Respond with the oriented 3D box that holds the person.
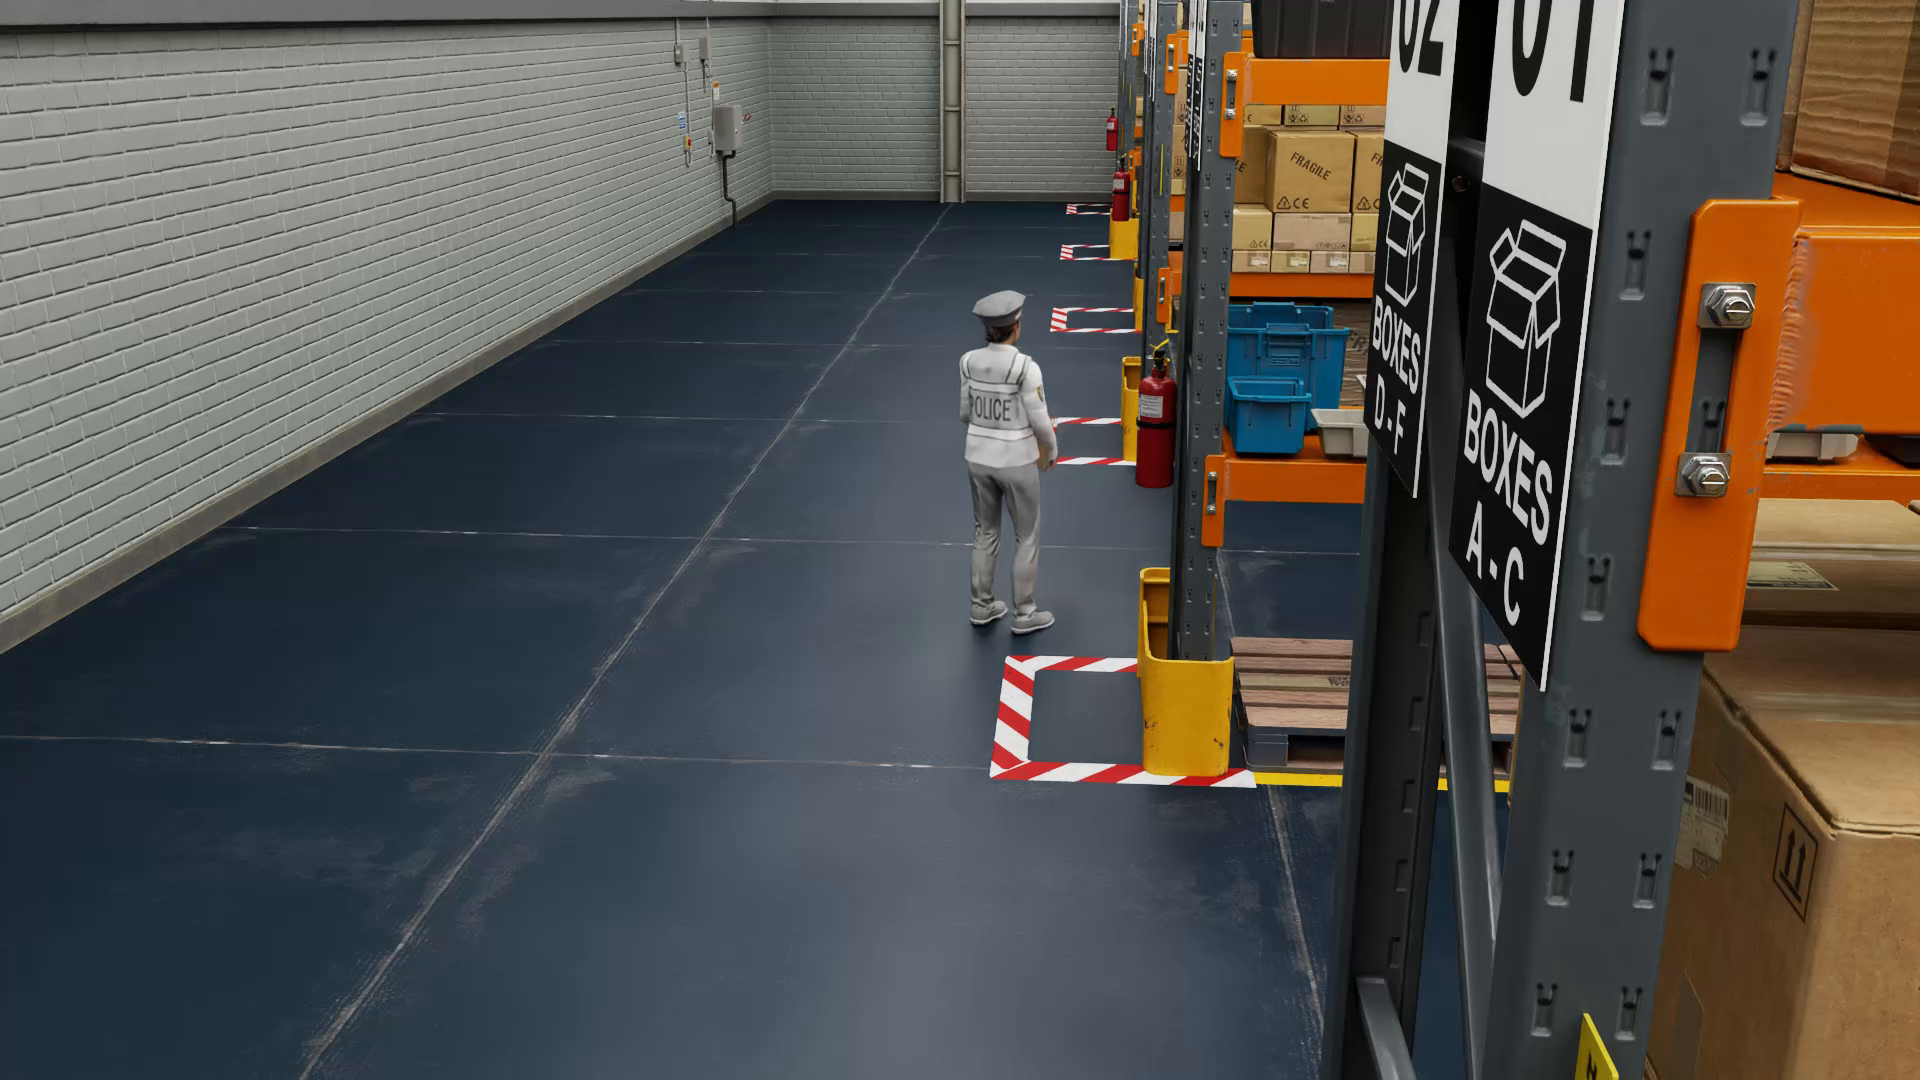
[{"bbox_3d":[0.245,-0.389,8.229,0.495,1.689,0.452,12,21,32],"label":"person"}]
